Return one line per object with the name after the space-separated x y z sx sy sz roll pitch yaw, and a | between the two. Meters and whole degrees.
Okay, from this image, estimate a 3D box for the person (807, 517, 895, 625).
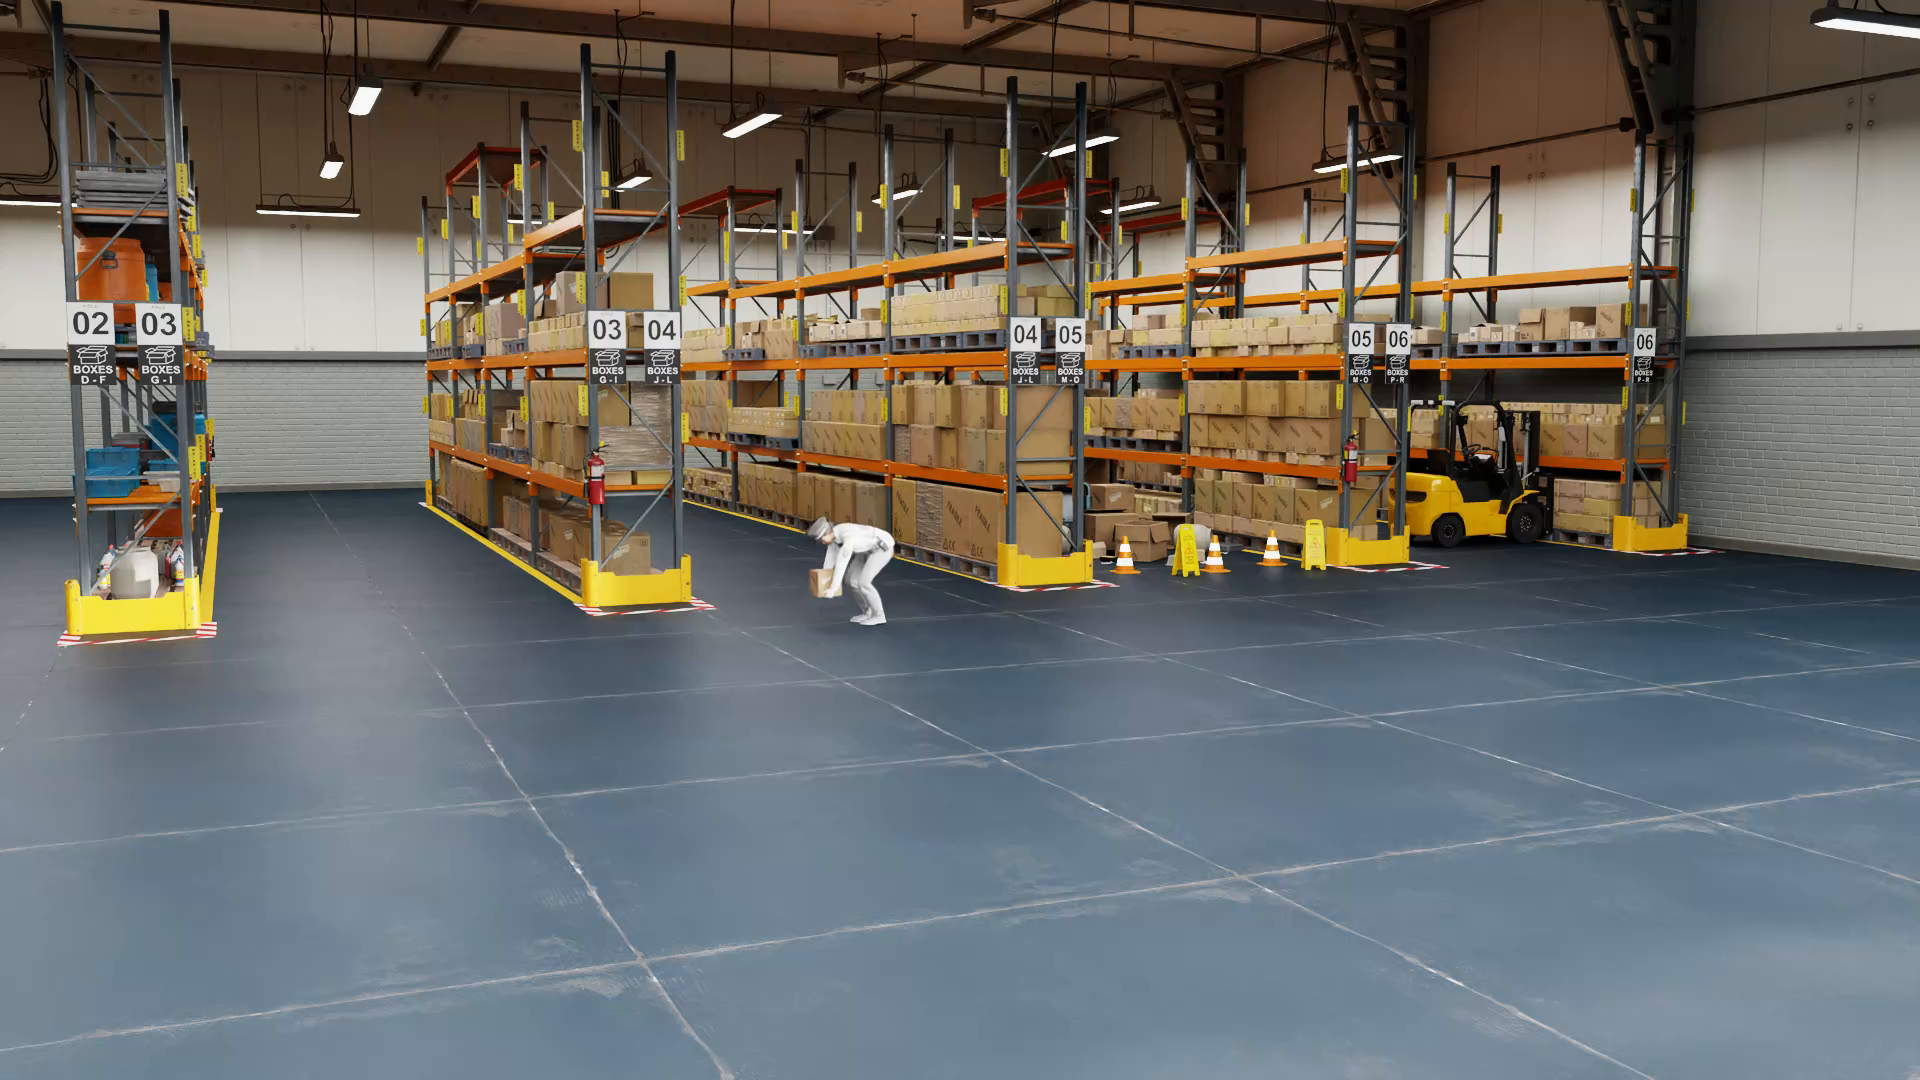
-1.102 0.306 16.757 0.919 1.106 0.449 -3 6 -26 | person
